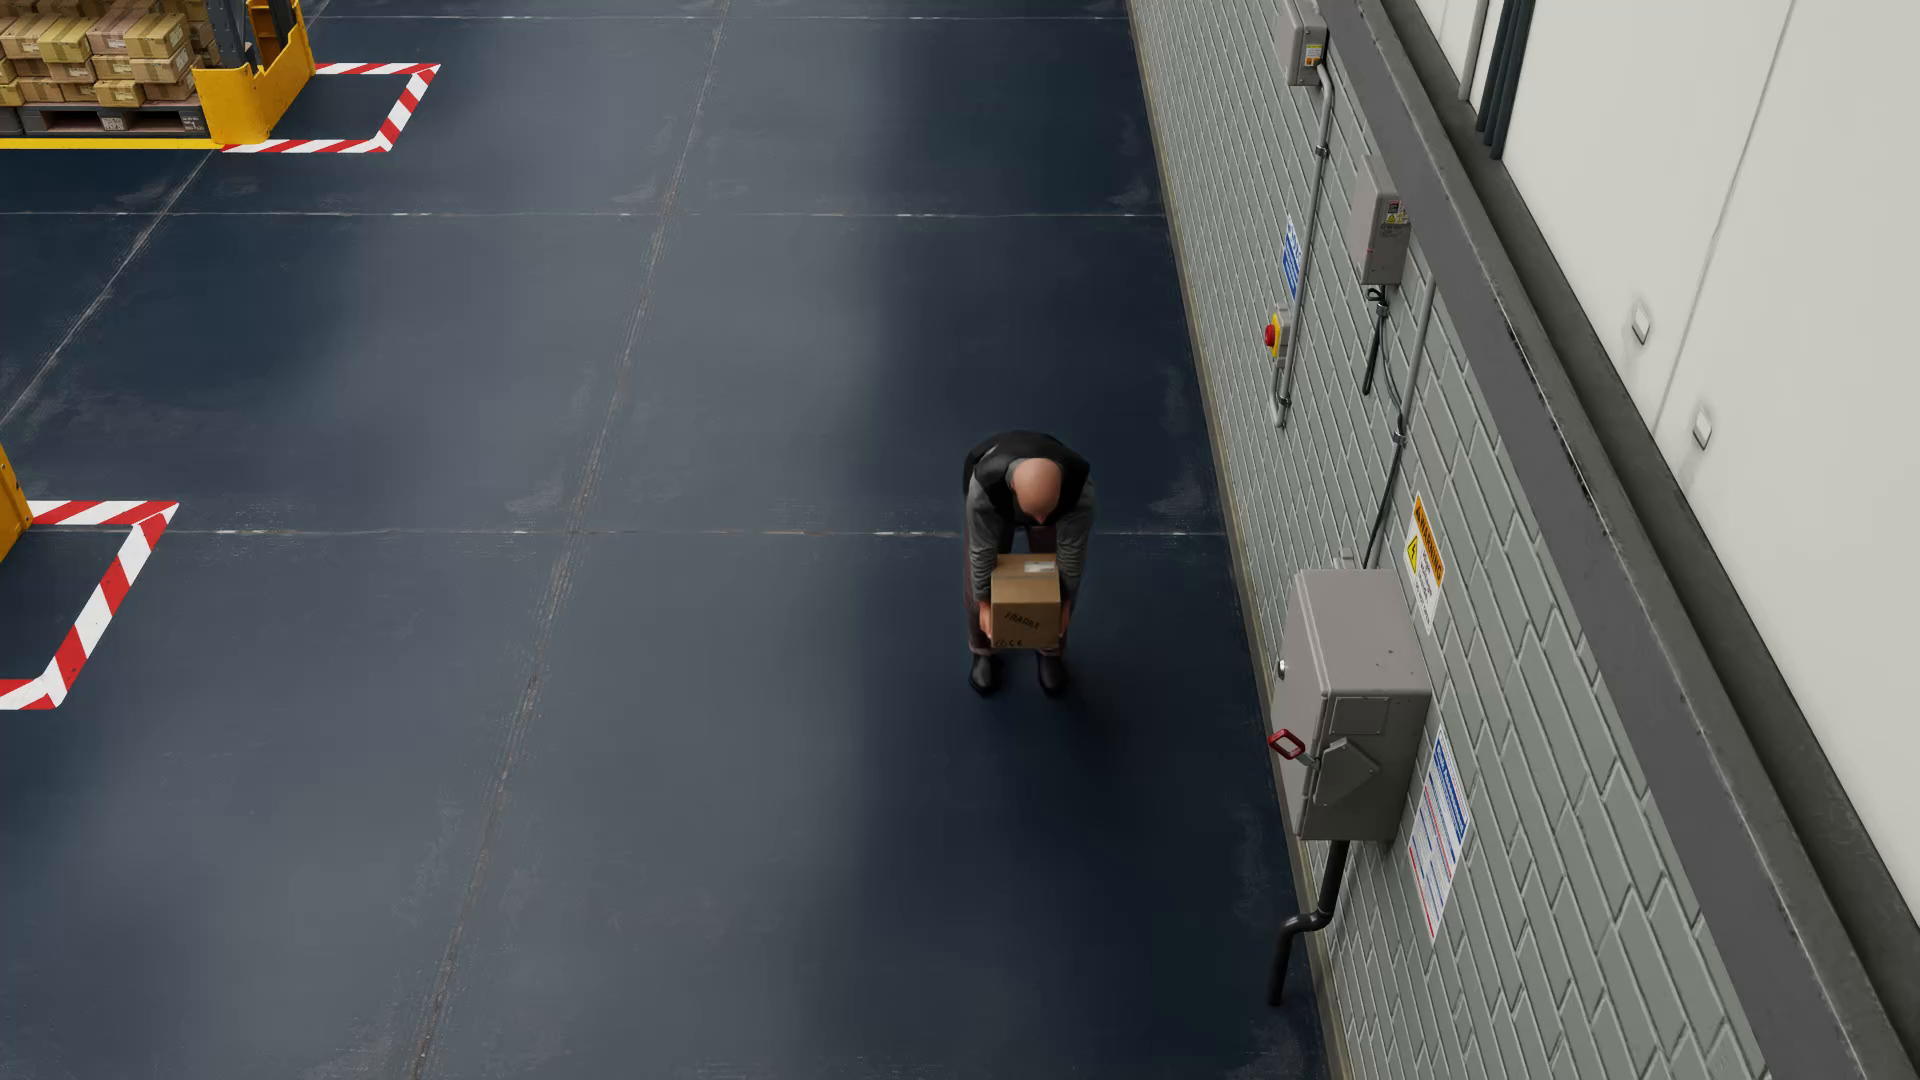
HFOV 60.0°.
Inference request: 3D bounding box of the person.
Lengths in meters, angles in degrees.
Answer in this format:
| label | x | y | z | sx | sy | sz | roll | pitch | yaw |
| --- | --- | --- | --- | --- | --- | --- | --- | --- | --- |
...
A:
| label | x | y | z | sx | sy | sz | roll | pitch | yaw |
| --- | --- | --- | --- | --- | --- | --- | --- | --- | --- |
| person | 0.251 | 0.095 | 6.297 | 0.470 | 1.424 | 0.833 | -1 | 39 | -1 |
